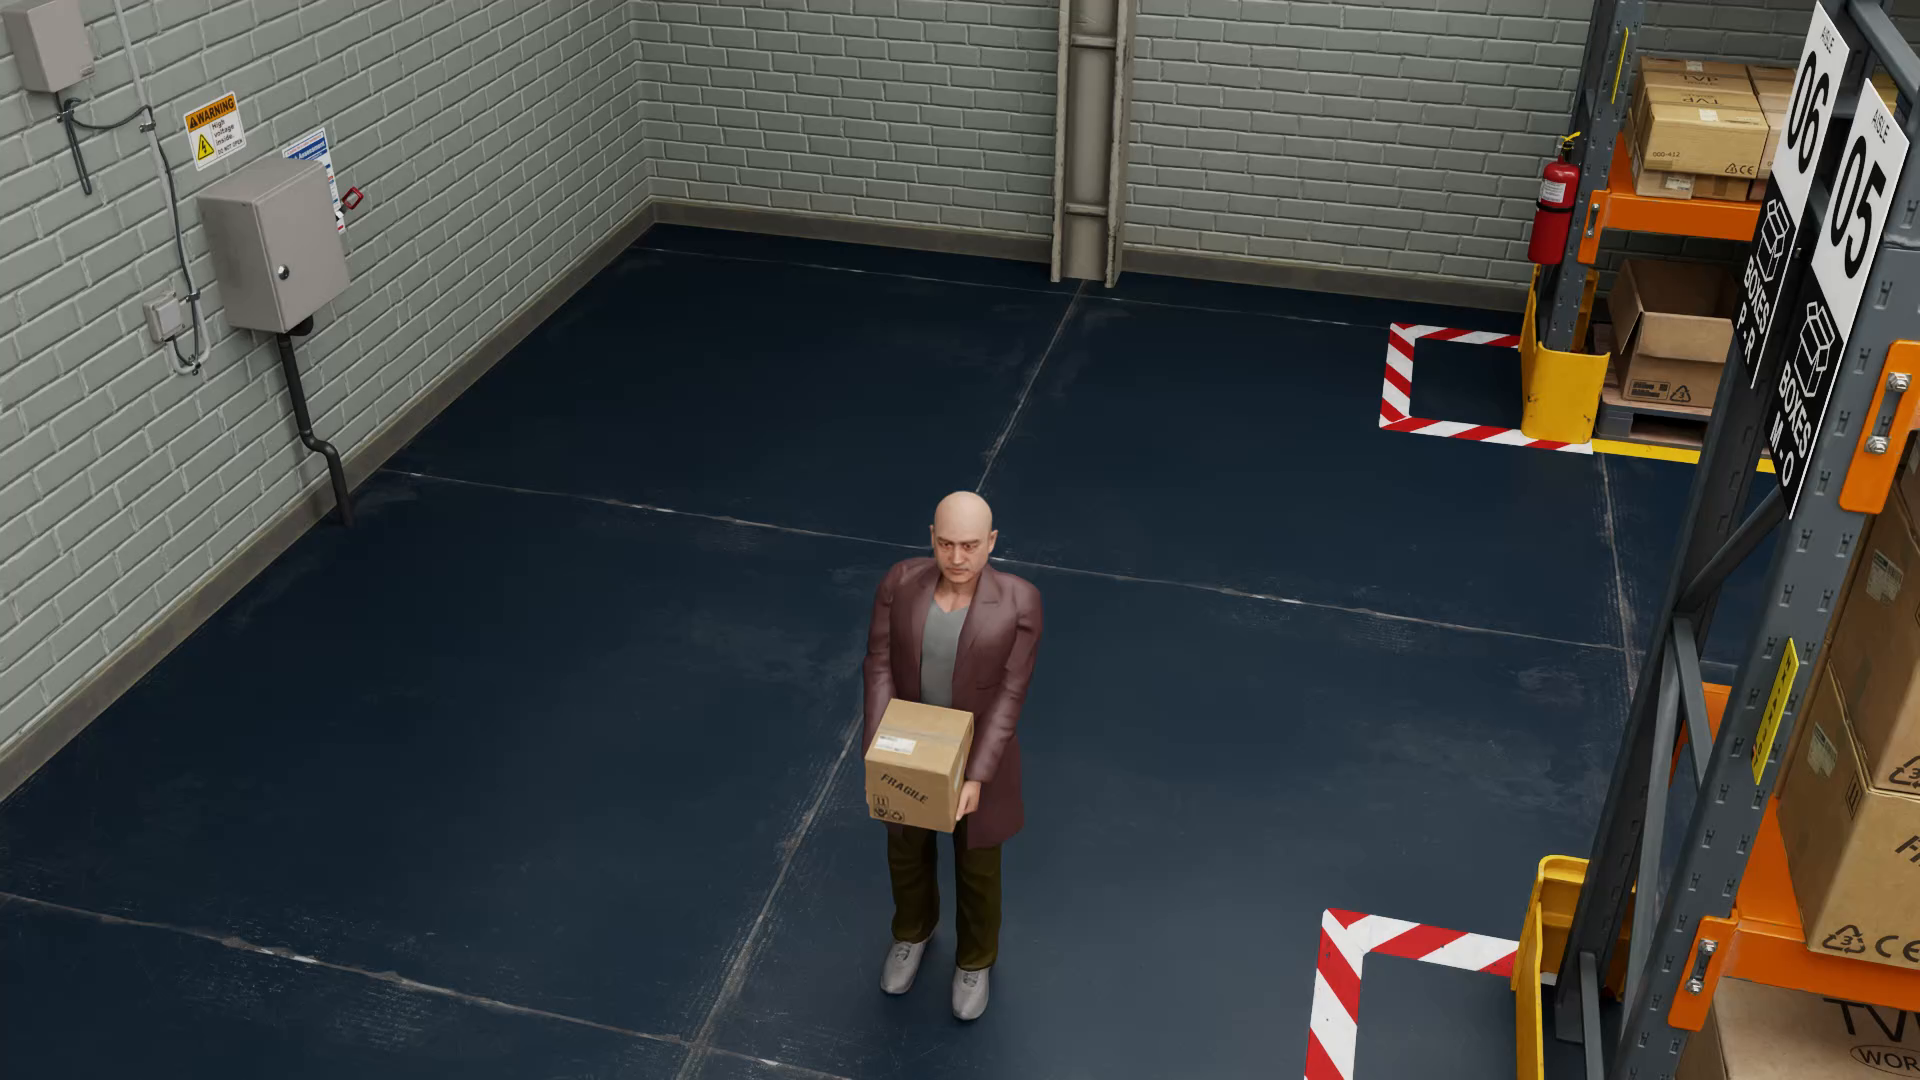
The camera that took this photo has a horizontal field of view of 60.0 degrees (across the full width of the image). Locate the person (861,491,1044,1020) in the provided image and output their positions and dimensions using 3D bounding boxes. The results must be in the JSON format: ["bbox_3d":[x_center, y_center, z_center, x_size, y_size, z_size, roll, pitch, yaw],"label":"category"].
[{"bbox_3d":[-0.053,0.710,5.039,0.529,1.771,0.554,9,33,13],"label":"person"}]
